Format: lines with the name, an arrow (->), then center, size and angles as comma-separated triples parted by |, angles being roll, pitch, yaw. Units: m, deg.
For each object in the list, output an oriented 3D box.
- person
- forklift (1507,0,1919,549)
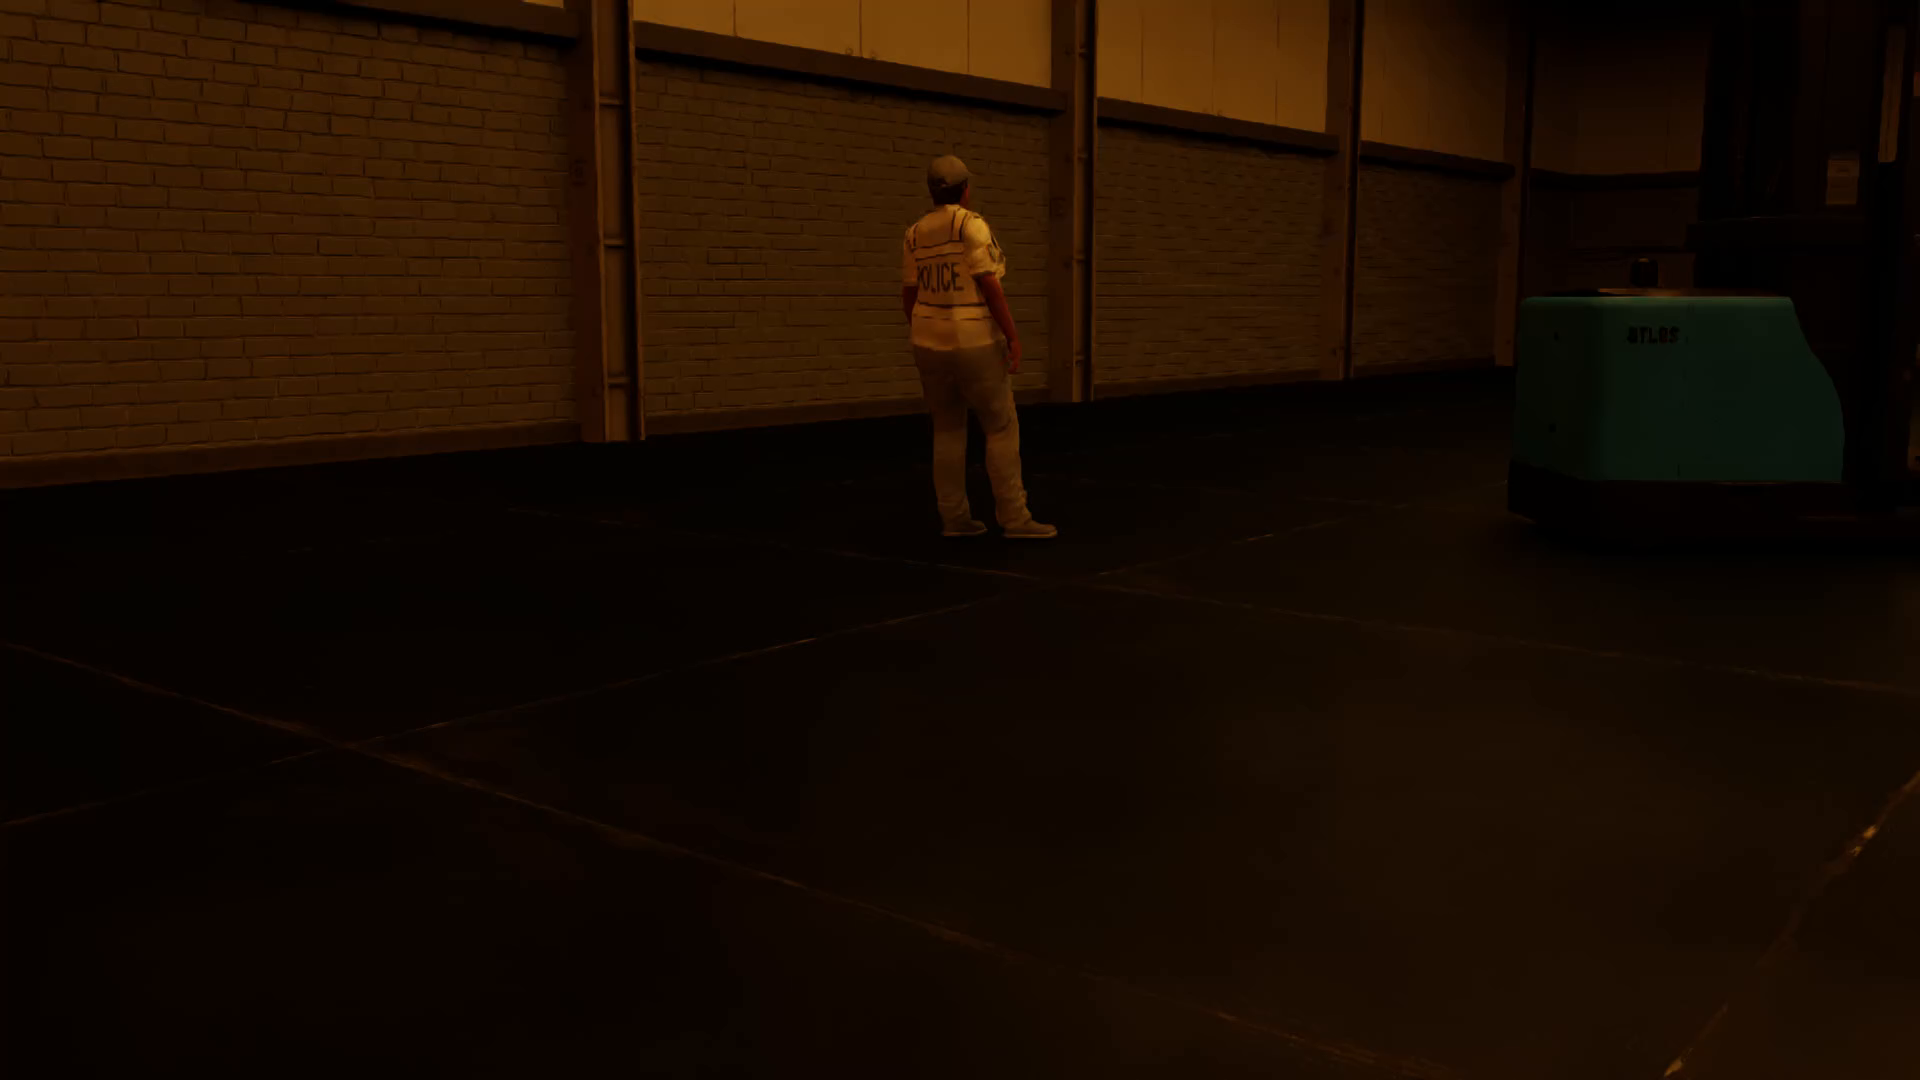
person -> 0.066, -0.838, 7.328 | 0.598, 1.669, 0.529 | 7, 11, 38
forklift -> 4.116, -1.463, 7.282 | 3.031, 2.935, 1.130 | 0, 8, -1
